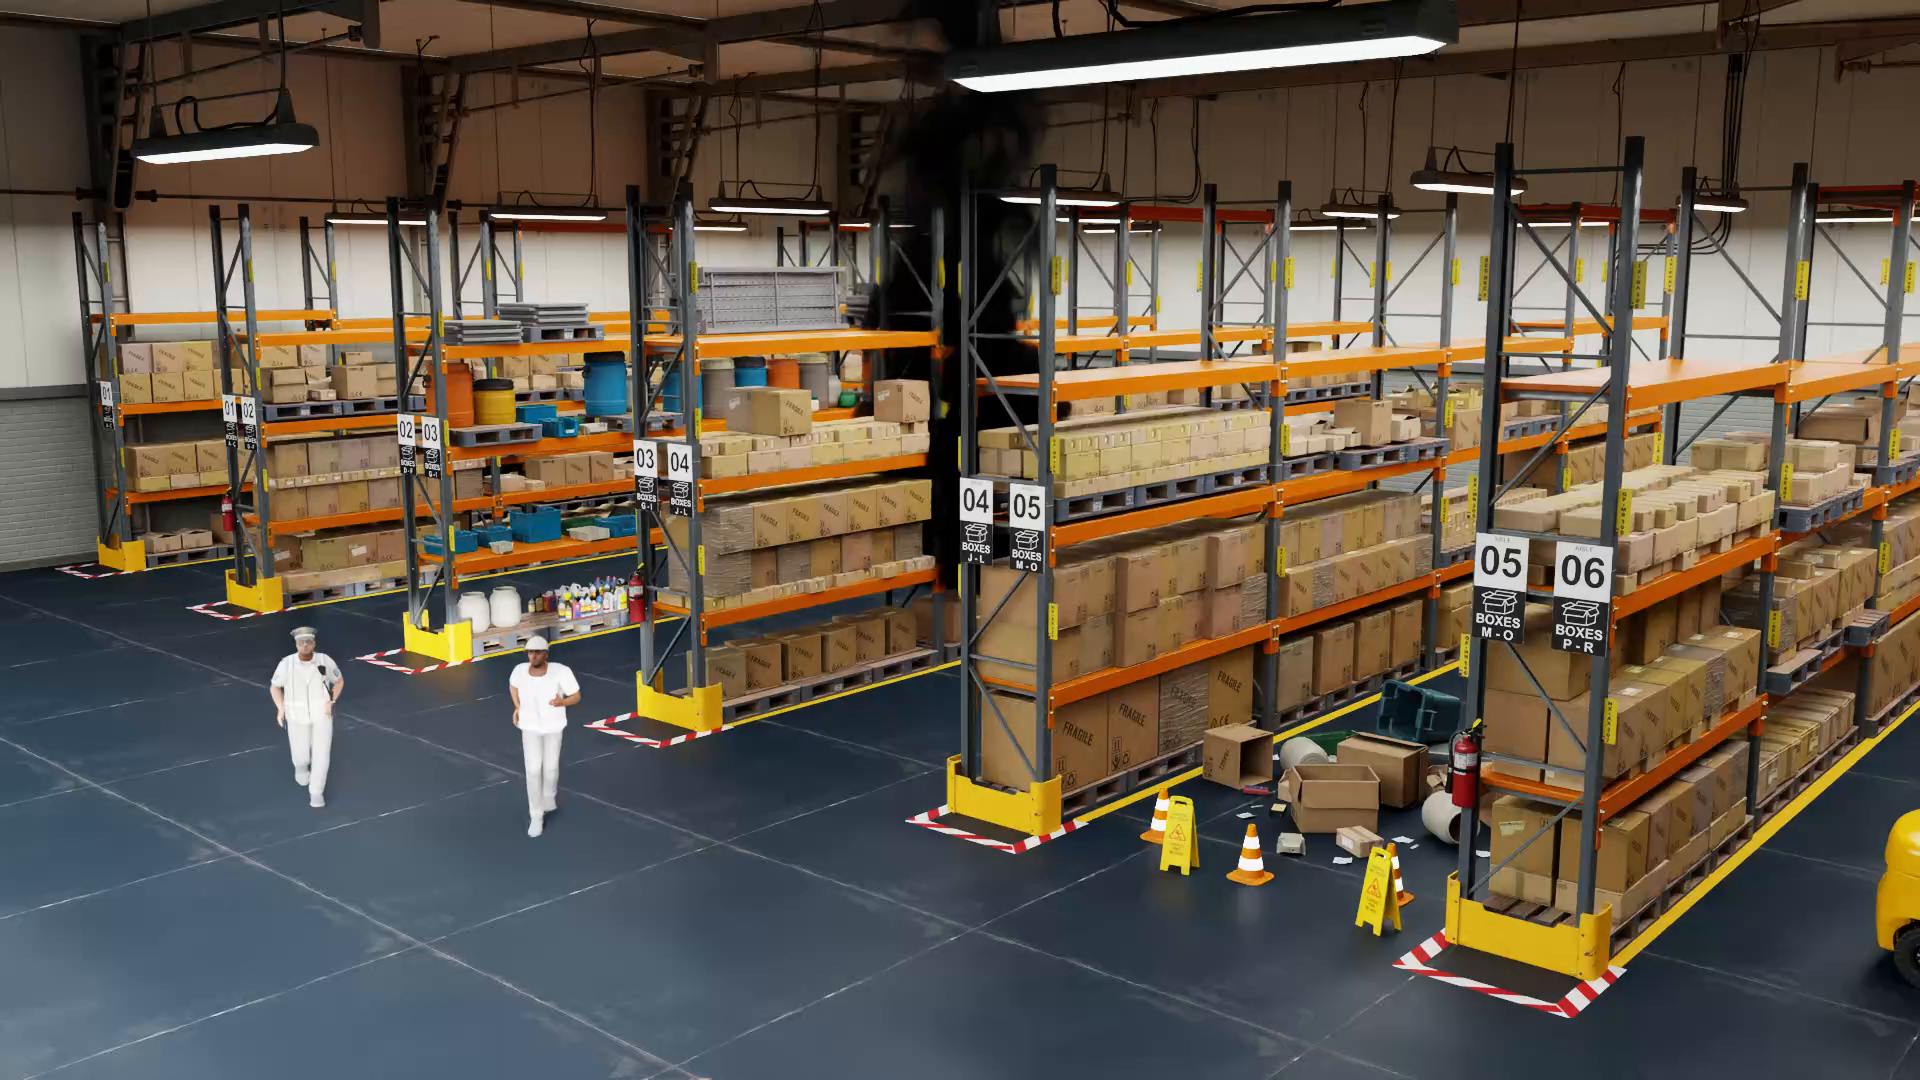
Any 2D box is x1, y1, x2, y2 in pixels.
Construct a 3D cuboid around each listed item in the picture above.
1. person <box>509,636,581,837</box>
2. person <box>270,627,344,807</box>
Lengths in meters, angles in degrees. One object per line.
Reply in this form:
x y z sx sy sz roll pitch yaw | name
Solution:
-3.835 1.768 15.395 0.666 1.828 0.806 -2 10 -9 | person
-6.267 1.675 16.026 0.664 1.742 0.602 -4 10 -23 | person
